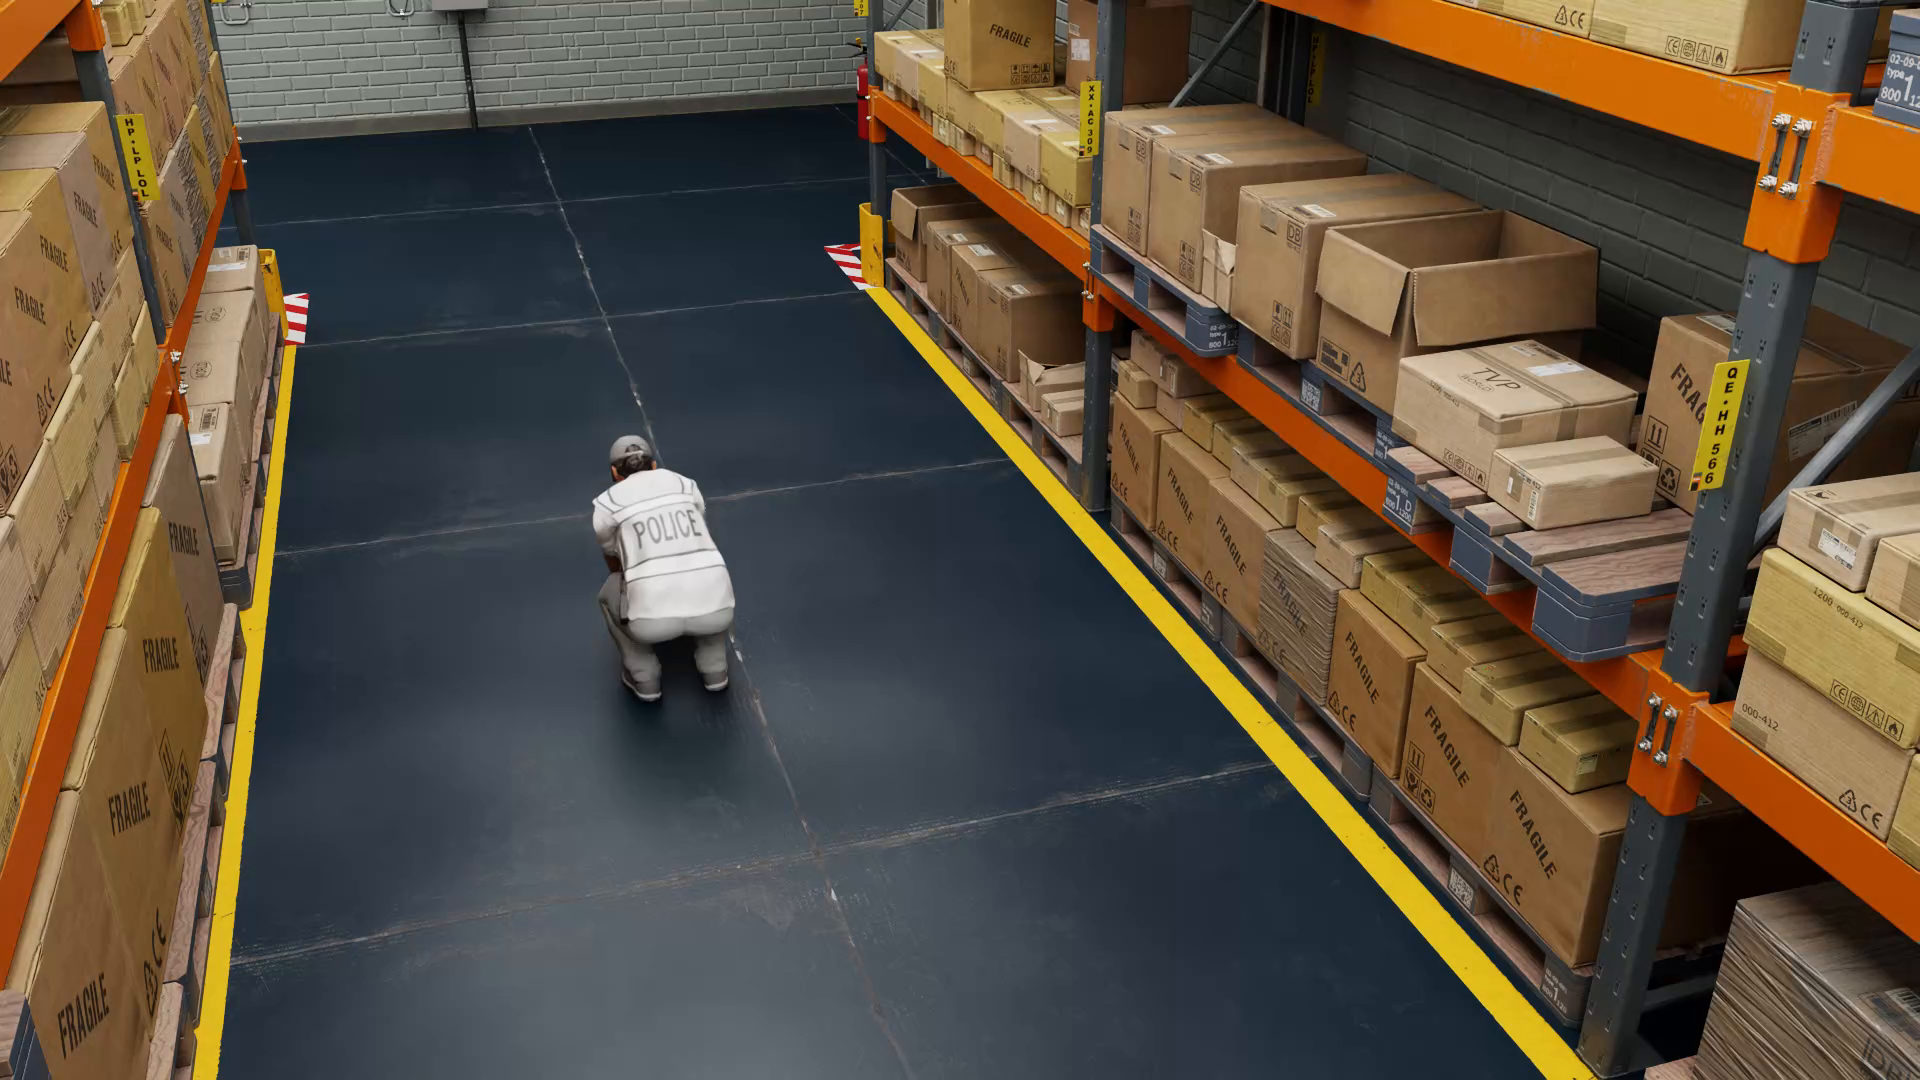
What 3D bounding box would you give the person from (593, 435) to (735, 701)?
[{"bbox_3d":[-1.208,0.103,6.728,0.517,0.948,0.849,-9,28,-17],"label":"person"}]
